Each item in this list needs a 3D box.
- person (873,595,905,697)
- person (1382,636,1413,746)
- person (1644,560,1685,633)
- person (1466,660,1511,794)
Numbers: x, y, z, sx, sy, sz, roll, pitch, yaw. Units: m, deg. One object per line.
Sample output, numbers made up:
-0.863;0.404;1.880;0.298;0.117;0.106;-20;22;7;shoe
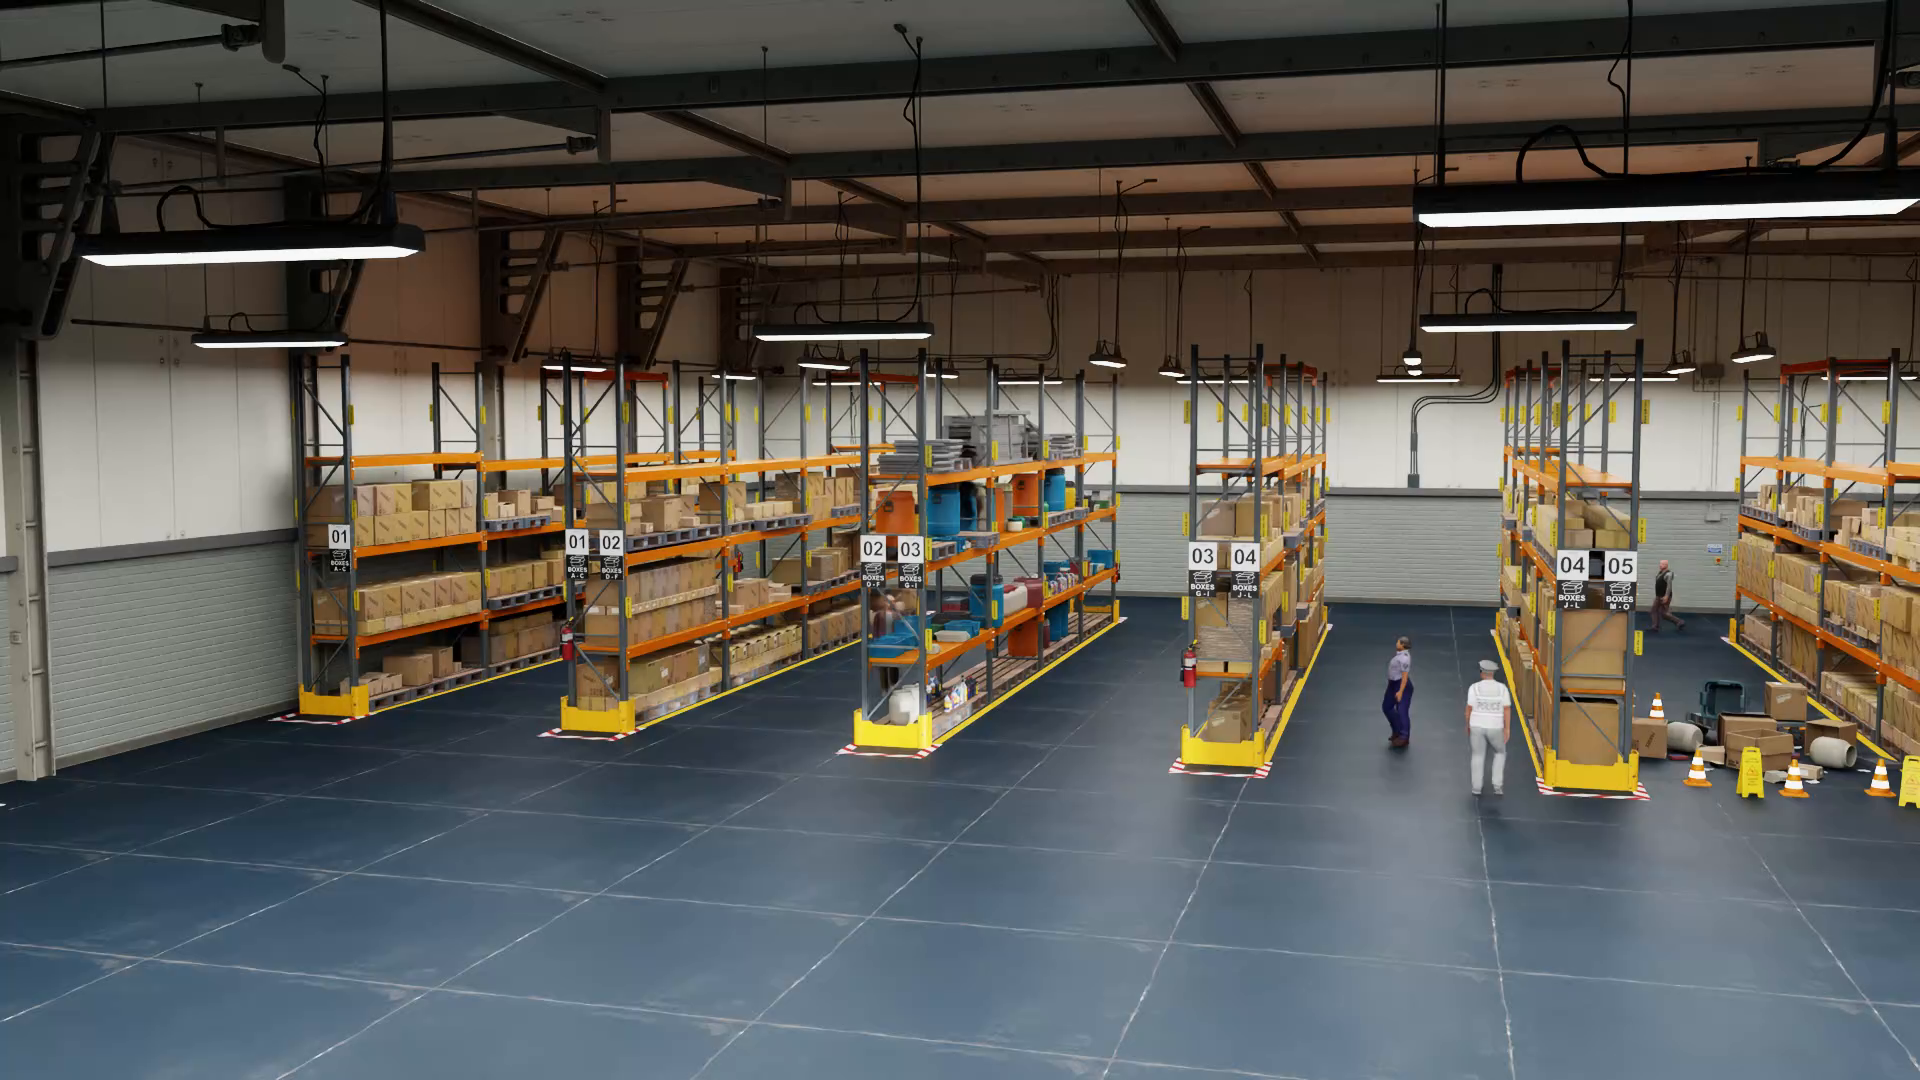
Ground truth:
-1.273;1.927;29.806;0.646;1.845;0.624;0;4;5;person
6.702;2.305;25.375;0.369;1.676;0.558;-1;4;-11;person
16.164;1.293;38.100;0.845;1.683;0.556;1;4;14;person
6.967;2.503;21.928;0.589;1.850;0.568;3;5;35;person
